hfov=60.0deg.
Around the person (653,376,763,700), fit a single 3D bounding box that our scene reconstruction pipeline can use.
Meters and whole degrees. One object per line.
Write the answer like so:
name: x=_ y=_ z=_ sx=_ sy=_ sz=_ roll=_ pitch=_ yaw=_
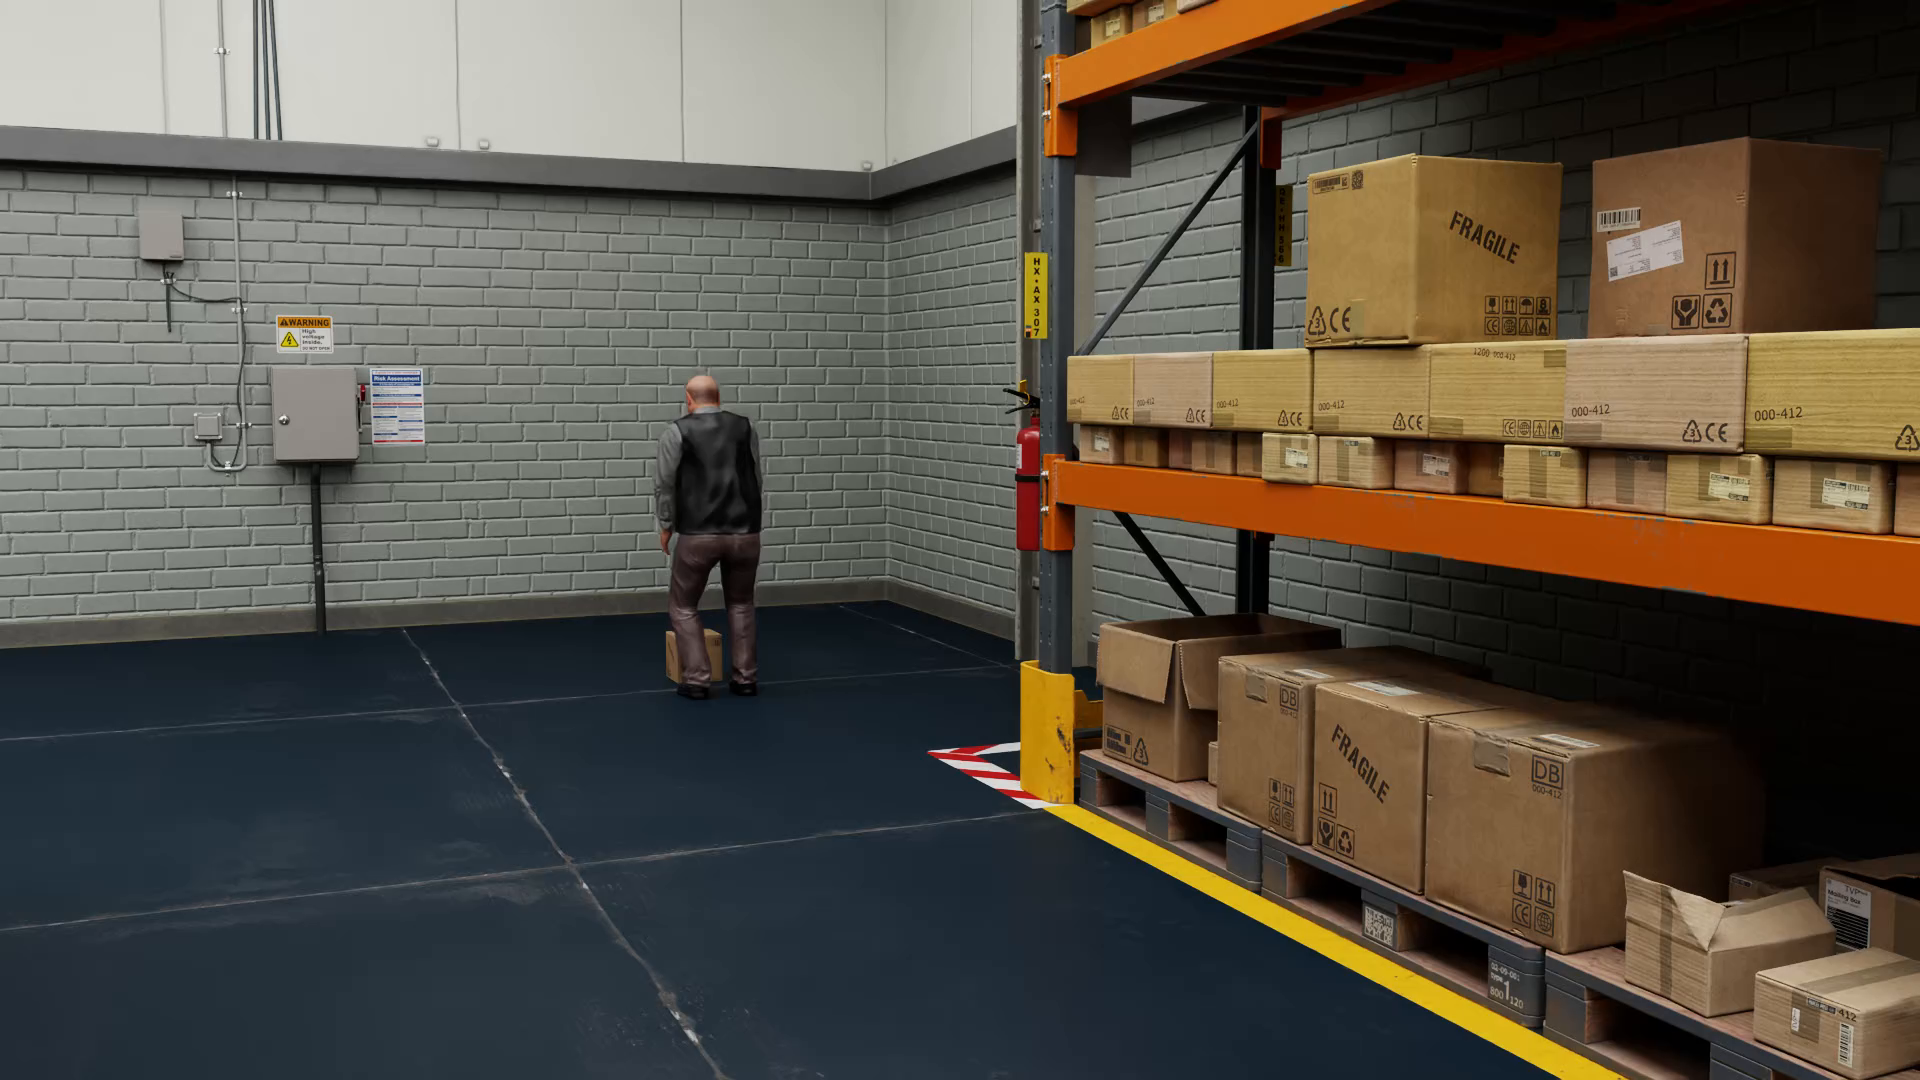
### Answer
person: x=-1.277 y=-0.016 z=8.512 sx=0.567 sy=1.646 sz=0.464 roll=-2 pitch=6 yaw=-22
